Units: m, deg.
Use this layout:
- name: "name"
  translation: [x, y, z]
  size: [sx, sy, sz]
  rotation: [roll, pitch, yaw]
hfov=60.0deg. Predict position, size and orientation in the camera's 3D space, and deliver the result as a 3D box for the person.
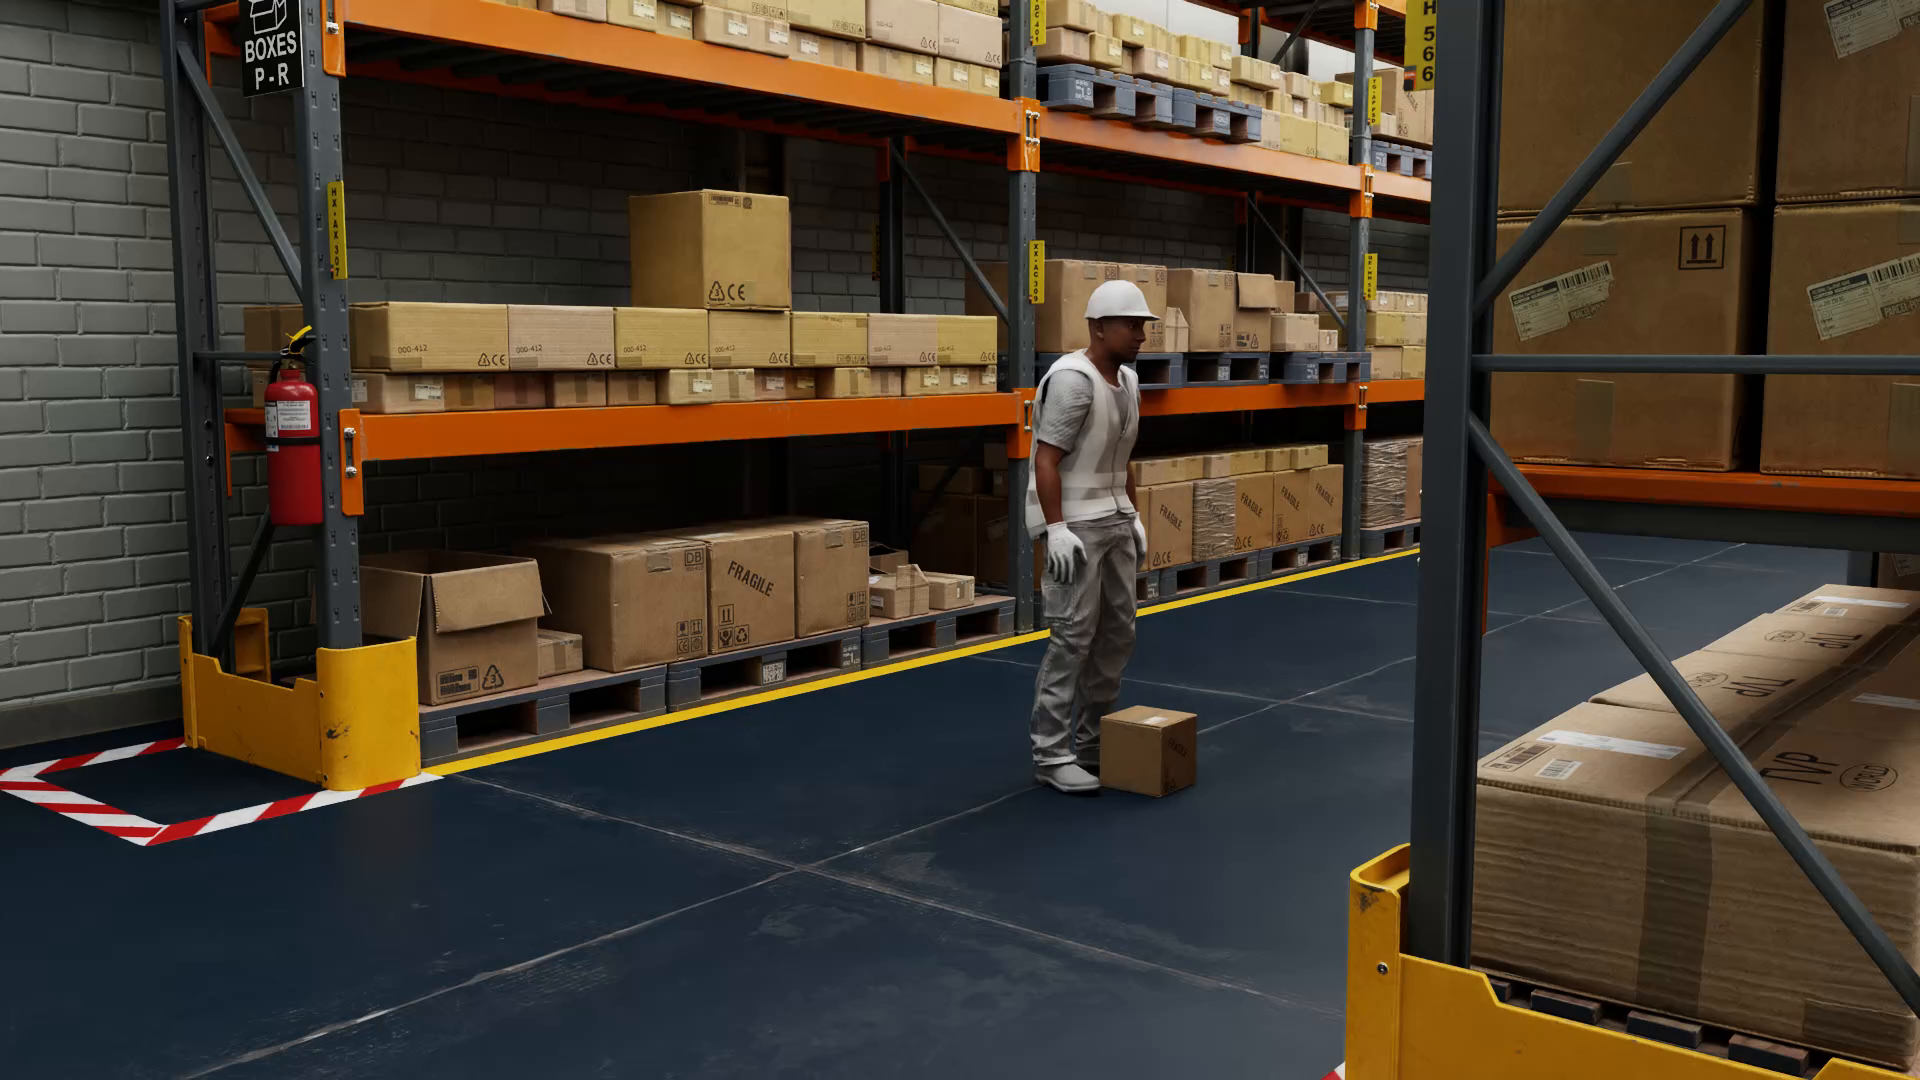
- name: "person"
  translation: [0.481, -0.029, 5.932]
  size: [0.451, 1.773, 0.627]
  rotation: [5, 8, 35]
